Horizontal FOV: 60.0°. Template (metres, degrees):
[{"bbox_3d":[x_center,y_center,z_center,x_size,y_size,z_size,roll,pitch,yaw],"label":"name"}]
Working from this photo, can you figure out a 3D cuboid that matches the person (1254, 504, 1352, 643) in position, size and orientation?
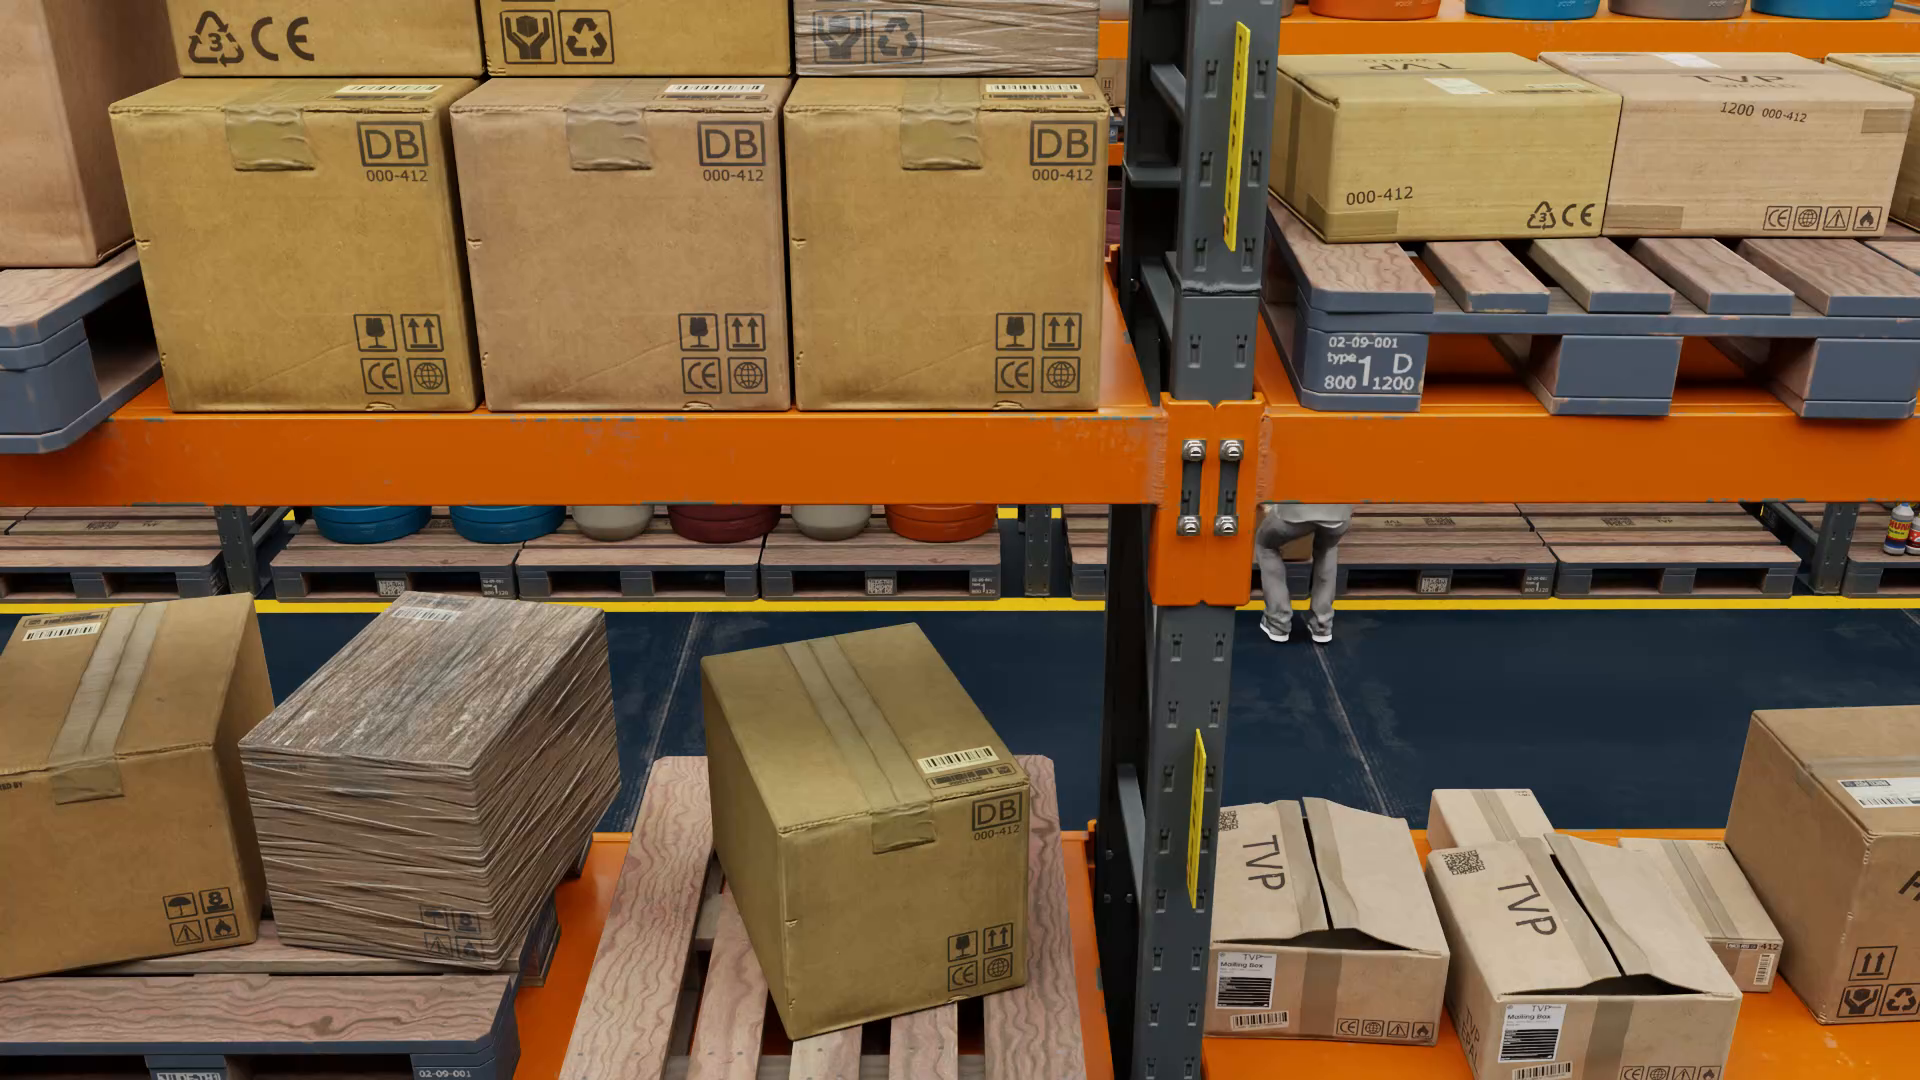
[{"bbox_3d":[1.593,-0.168,7.811,0.461,1.337,0.620,0,24,-1],"label":"person"}]
